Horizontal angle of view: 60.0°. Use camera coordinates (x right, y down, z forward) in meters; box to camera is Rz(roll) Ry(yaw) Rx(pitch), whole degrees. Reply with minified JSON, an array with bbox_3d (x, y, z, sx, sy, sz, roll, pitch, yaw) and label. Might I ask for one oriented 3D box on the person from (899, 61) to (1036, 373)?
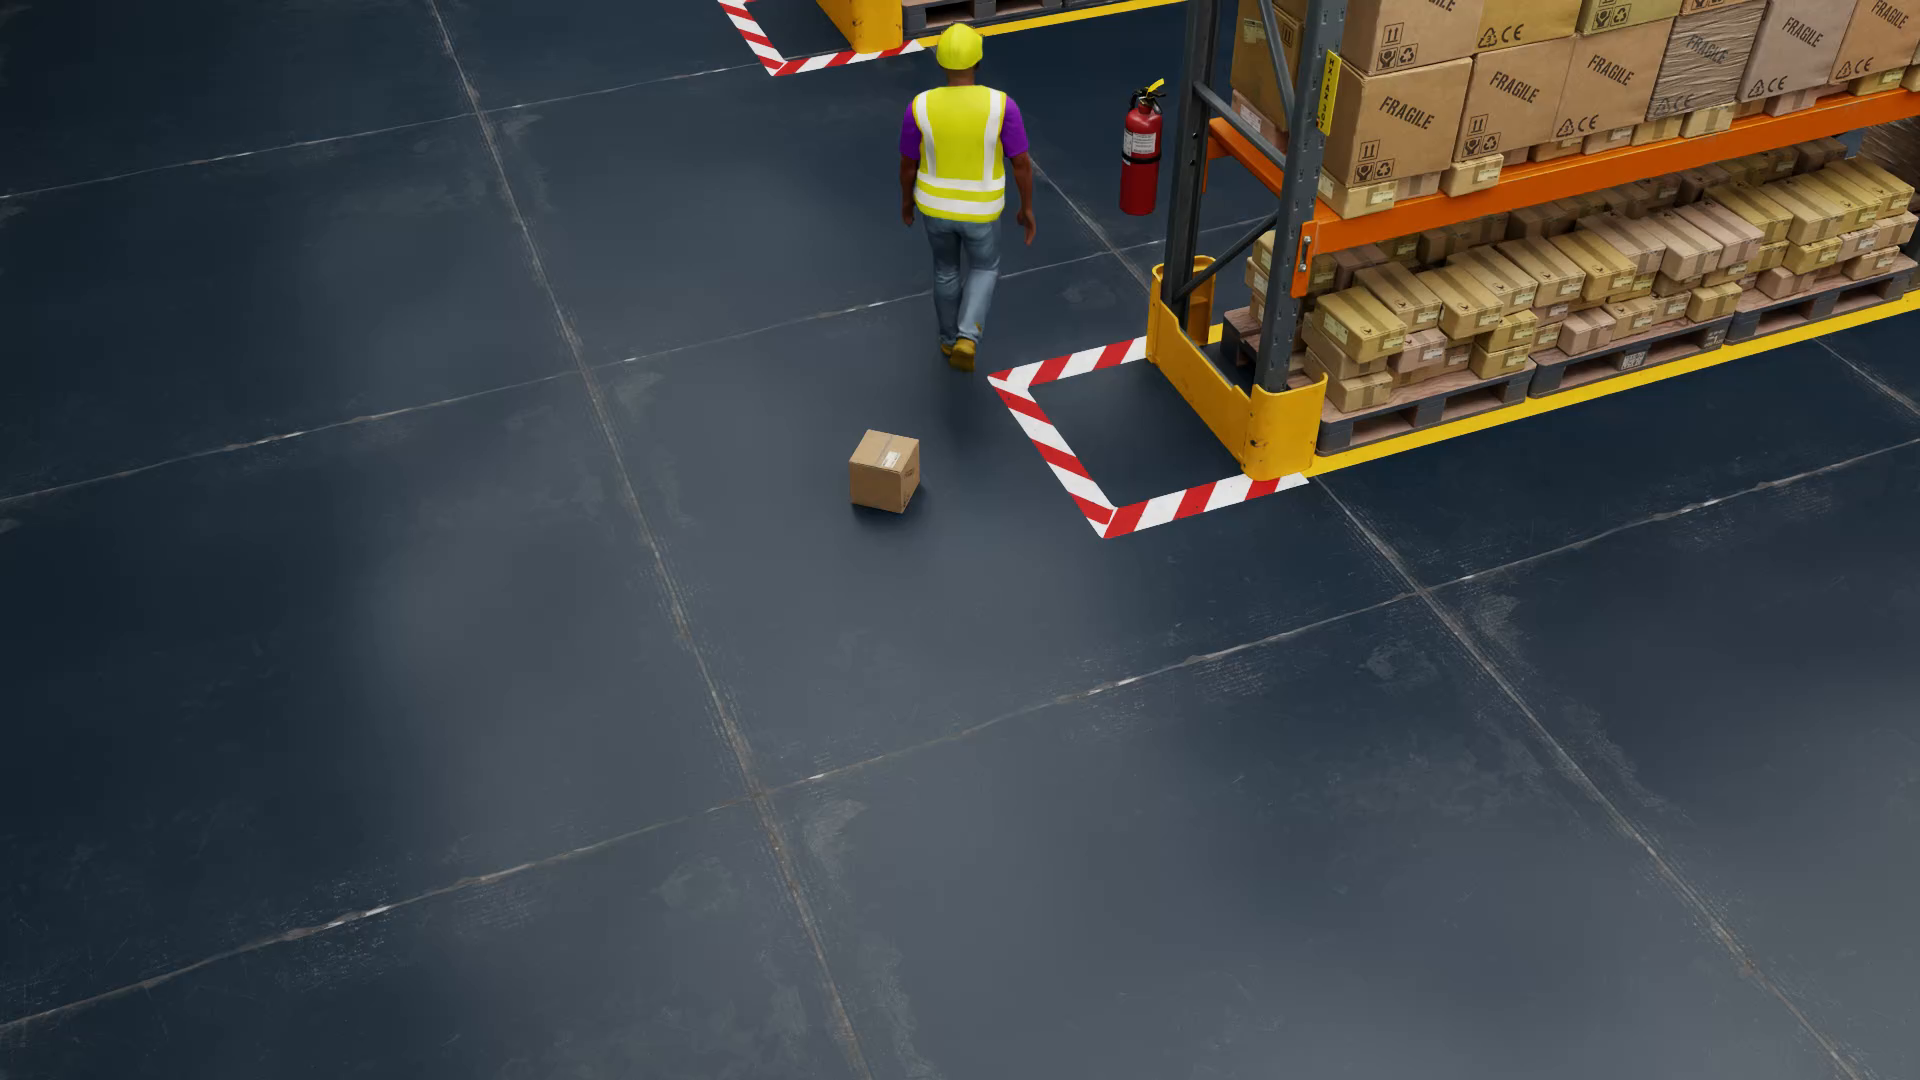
[{"bbox_3d":[0.033,-1.546,7.906,0.662,1.701,0.687,3,42,3],"label":"person"}]
